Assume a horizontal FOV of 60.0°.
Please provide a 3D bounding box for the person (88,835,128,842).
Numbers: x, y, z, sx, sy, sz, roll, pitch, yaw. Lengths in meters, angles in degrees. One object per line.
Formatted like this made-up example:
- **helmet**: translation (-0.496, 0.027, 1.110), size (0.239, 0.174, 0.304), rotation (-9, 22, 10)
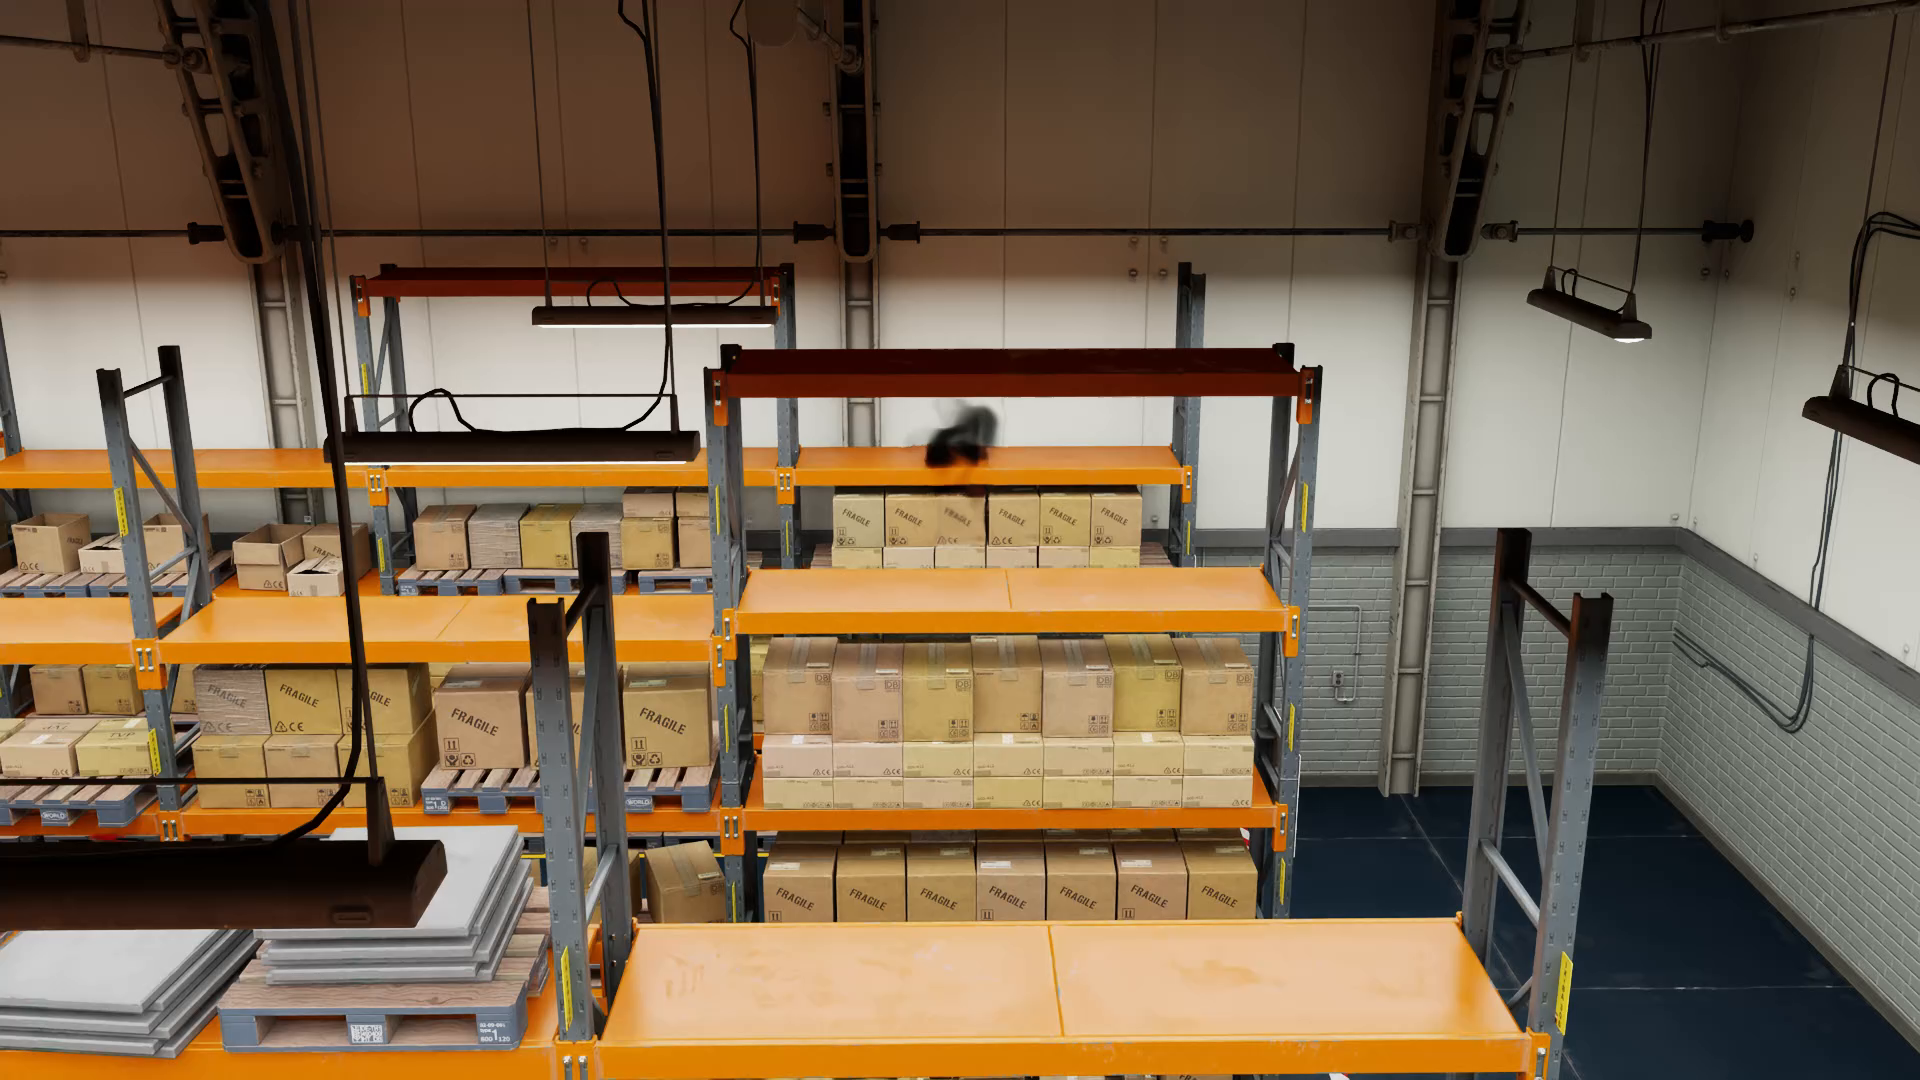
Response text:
- **person**: translation (-7.142, 3.242, 14.273), size (0.912, 1.831, 0.574), rotation (-2, 16, -6)
